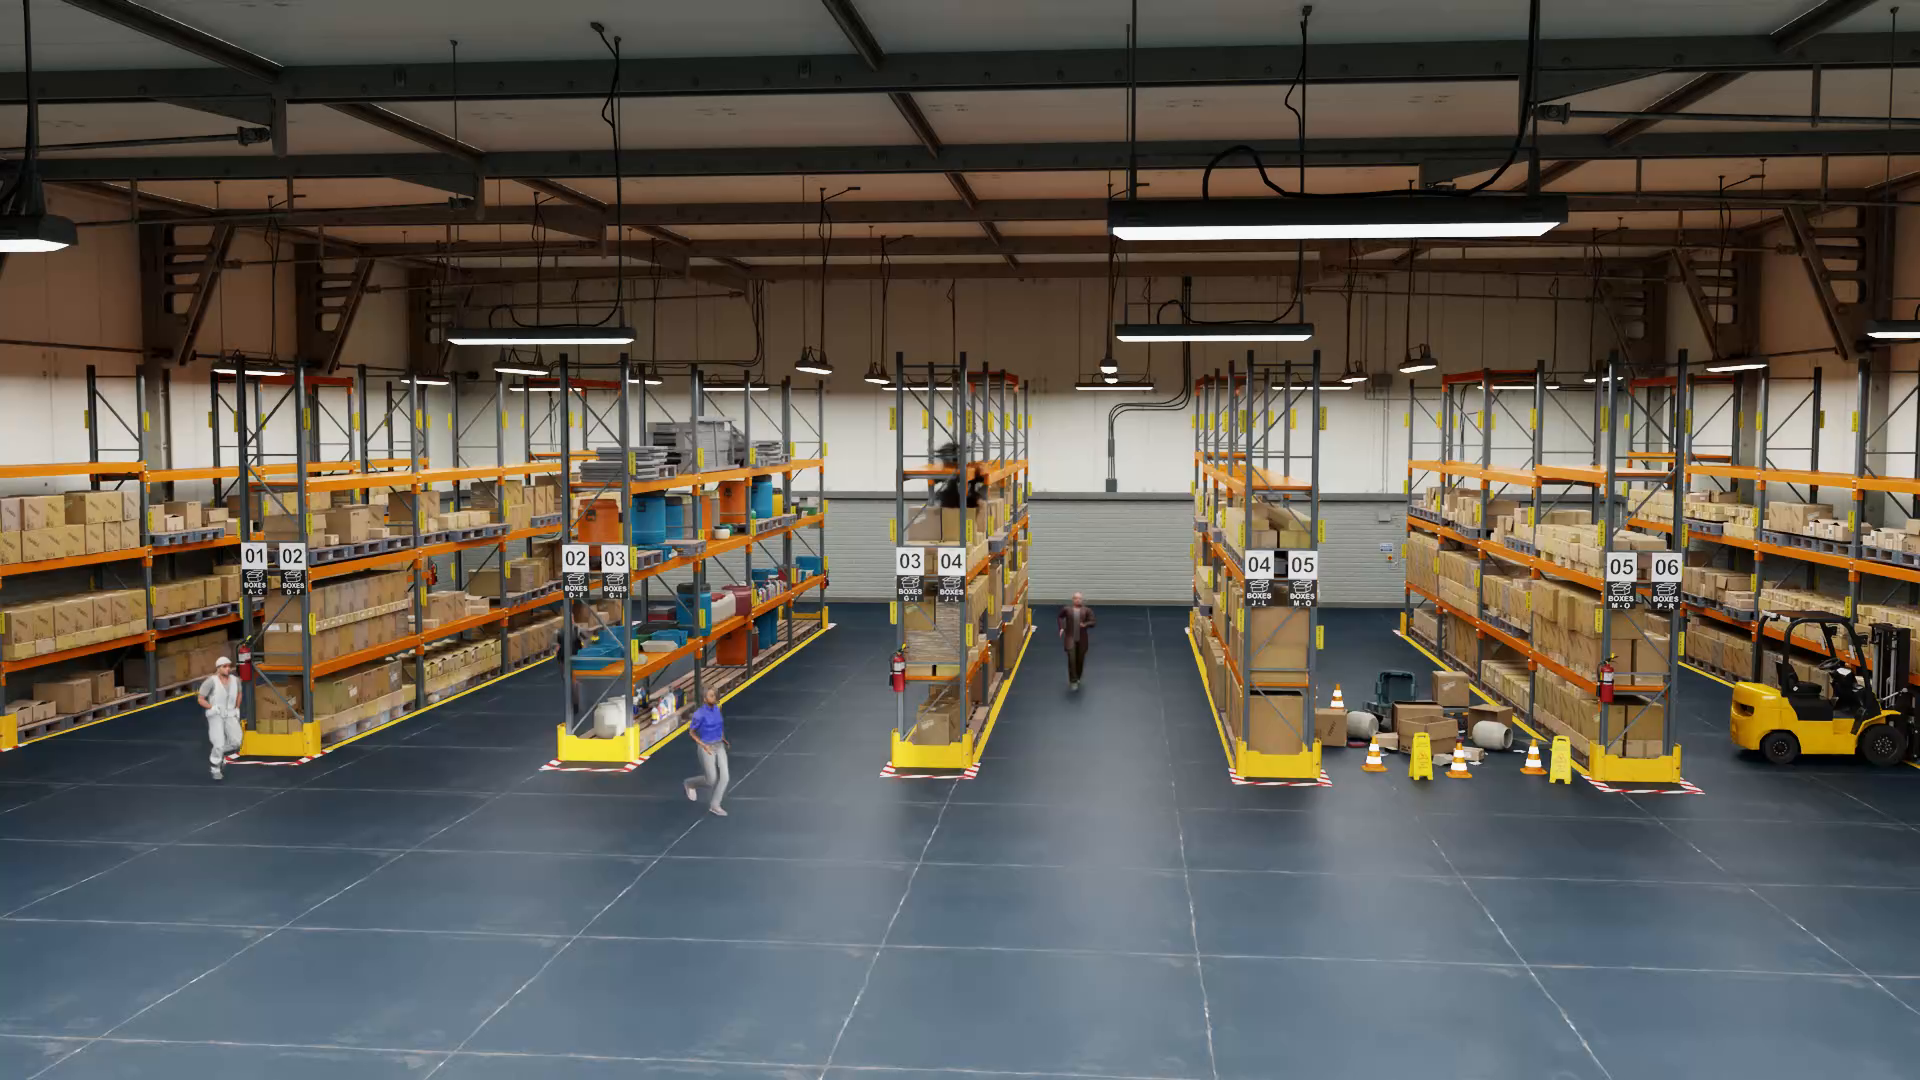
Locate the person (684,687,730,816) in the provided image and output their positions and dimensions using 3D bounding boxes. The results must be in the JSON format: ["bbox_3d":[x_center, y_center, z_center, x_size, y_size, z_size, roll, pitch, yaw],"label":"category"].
[{"bbox_3d":[-3.229,2.695,21.323,0.668,1.628,0.584,3,5,37],"label":"person"}]

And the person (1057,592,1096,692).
[{"bbox_3d":[2.186,1.874,31.080,0.700,1.792,0.953,0,4,-1],"label":"person"}]

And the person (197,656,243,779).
[{"bbox_3d":[-10.381,2.497,23.444,0.616,1.721,0.688,3,5,40],"label":"person"}]

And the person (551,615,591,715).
[{"bbox_3d":[-6.712,2.126,28.583,0.635,1.767,0.756,0,4,3],"label":"person"}]
